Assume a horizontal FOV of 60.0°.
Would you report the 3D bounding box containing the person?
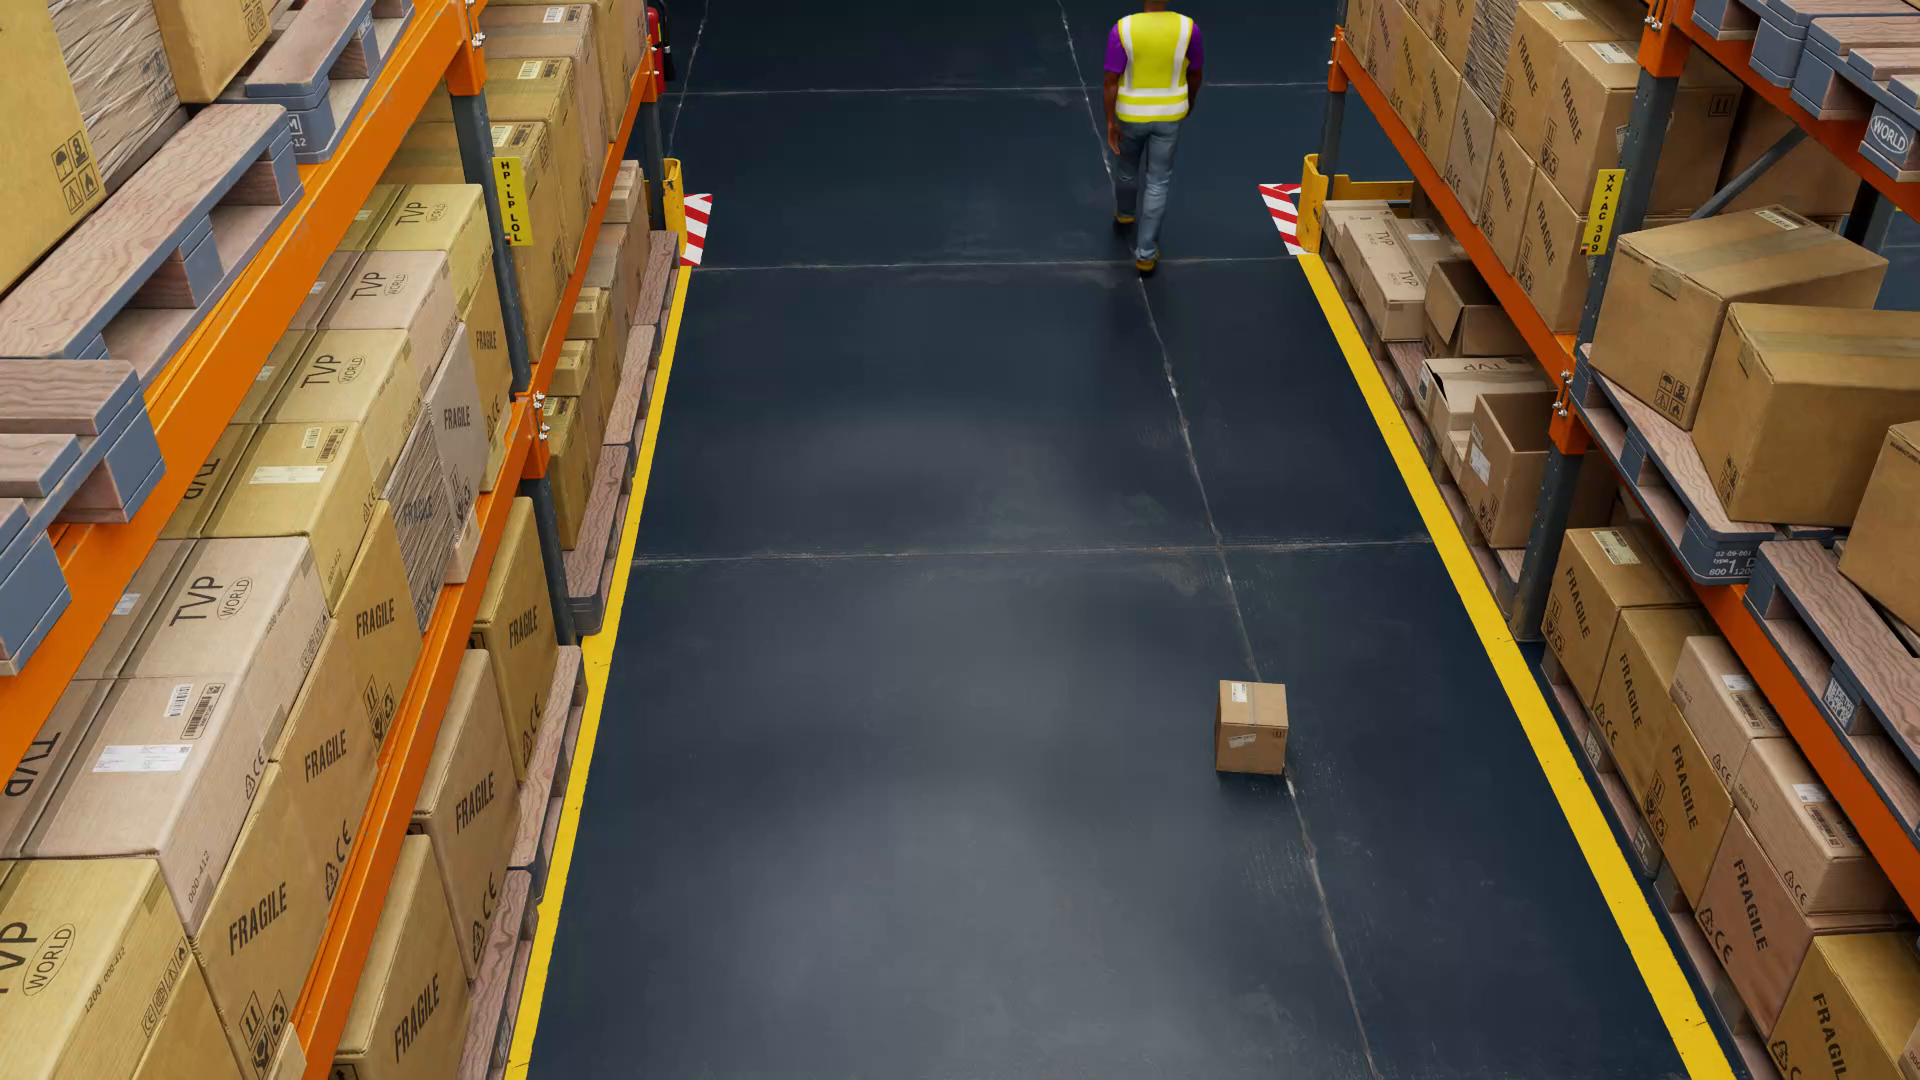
[{"bbox_3d":[1.121,-2.549,9.733,0.565,1.719,0.963,4,35,6],"label":"person"}]
